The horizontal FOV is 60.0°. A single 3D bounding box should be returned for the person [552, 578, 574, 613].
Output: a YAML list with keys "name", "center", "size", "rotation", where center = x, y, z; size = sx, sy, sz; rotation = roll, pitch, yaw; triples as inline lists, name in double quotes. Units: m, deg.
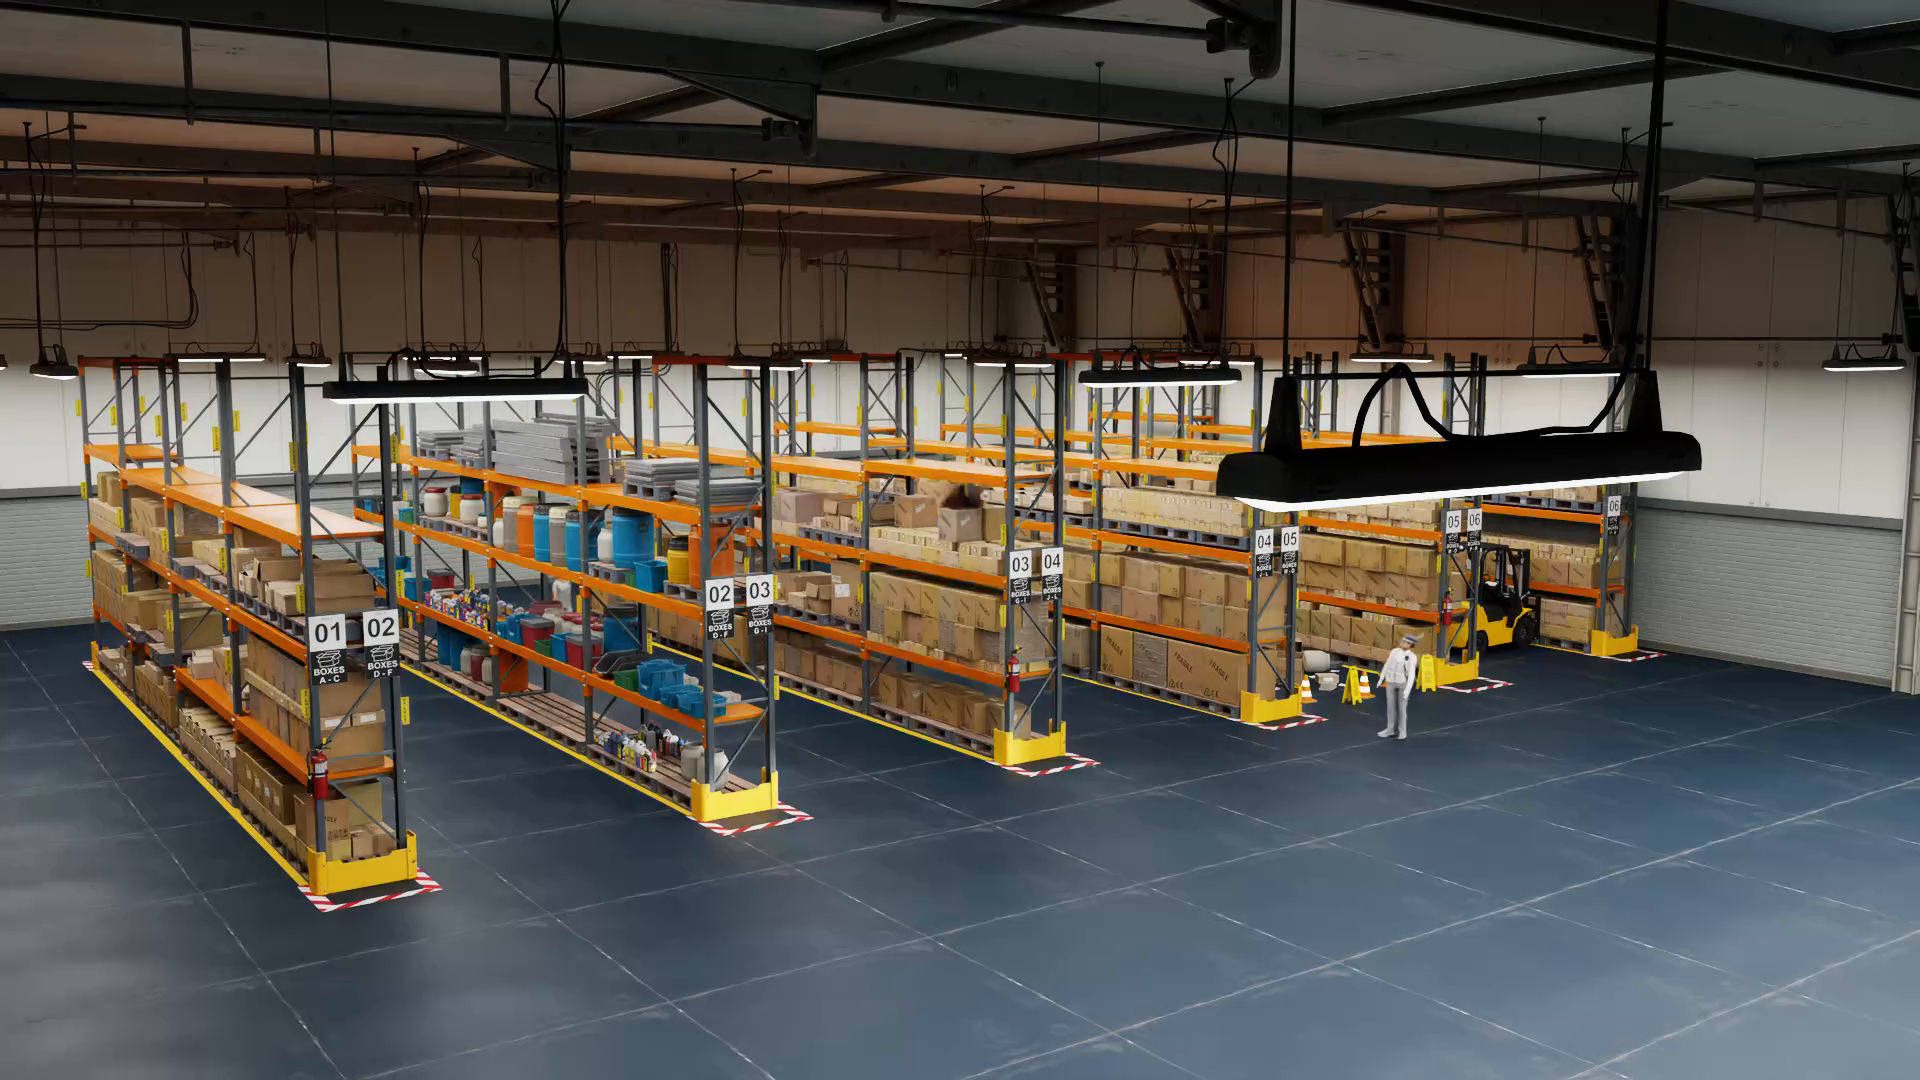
- name: "person"
  center: [-8.206, 1.361, 34.371]
  size: [0.466, 1.626, 0.978]
  rotation: [-6, 9, -41]

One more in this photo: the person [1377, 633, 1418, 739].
- name: "person"
  center: [6.930, 2.303, 26.425]
  size: [0.601, 1.682, 0.434]
  rotation: [4, 8, 30]
